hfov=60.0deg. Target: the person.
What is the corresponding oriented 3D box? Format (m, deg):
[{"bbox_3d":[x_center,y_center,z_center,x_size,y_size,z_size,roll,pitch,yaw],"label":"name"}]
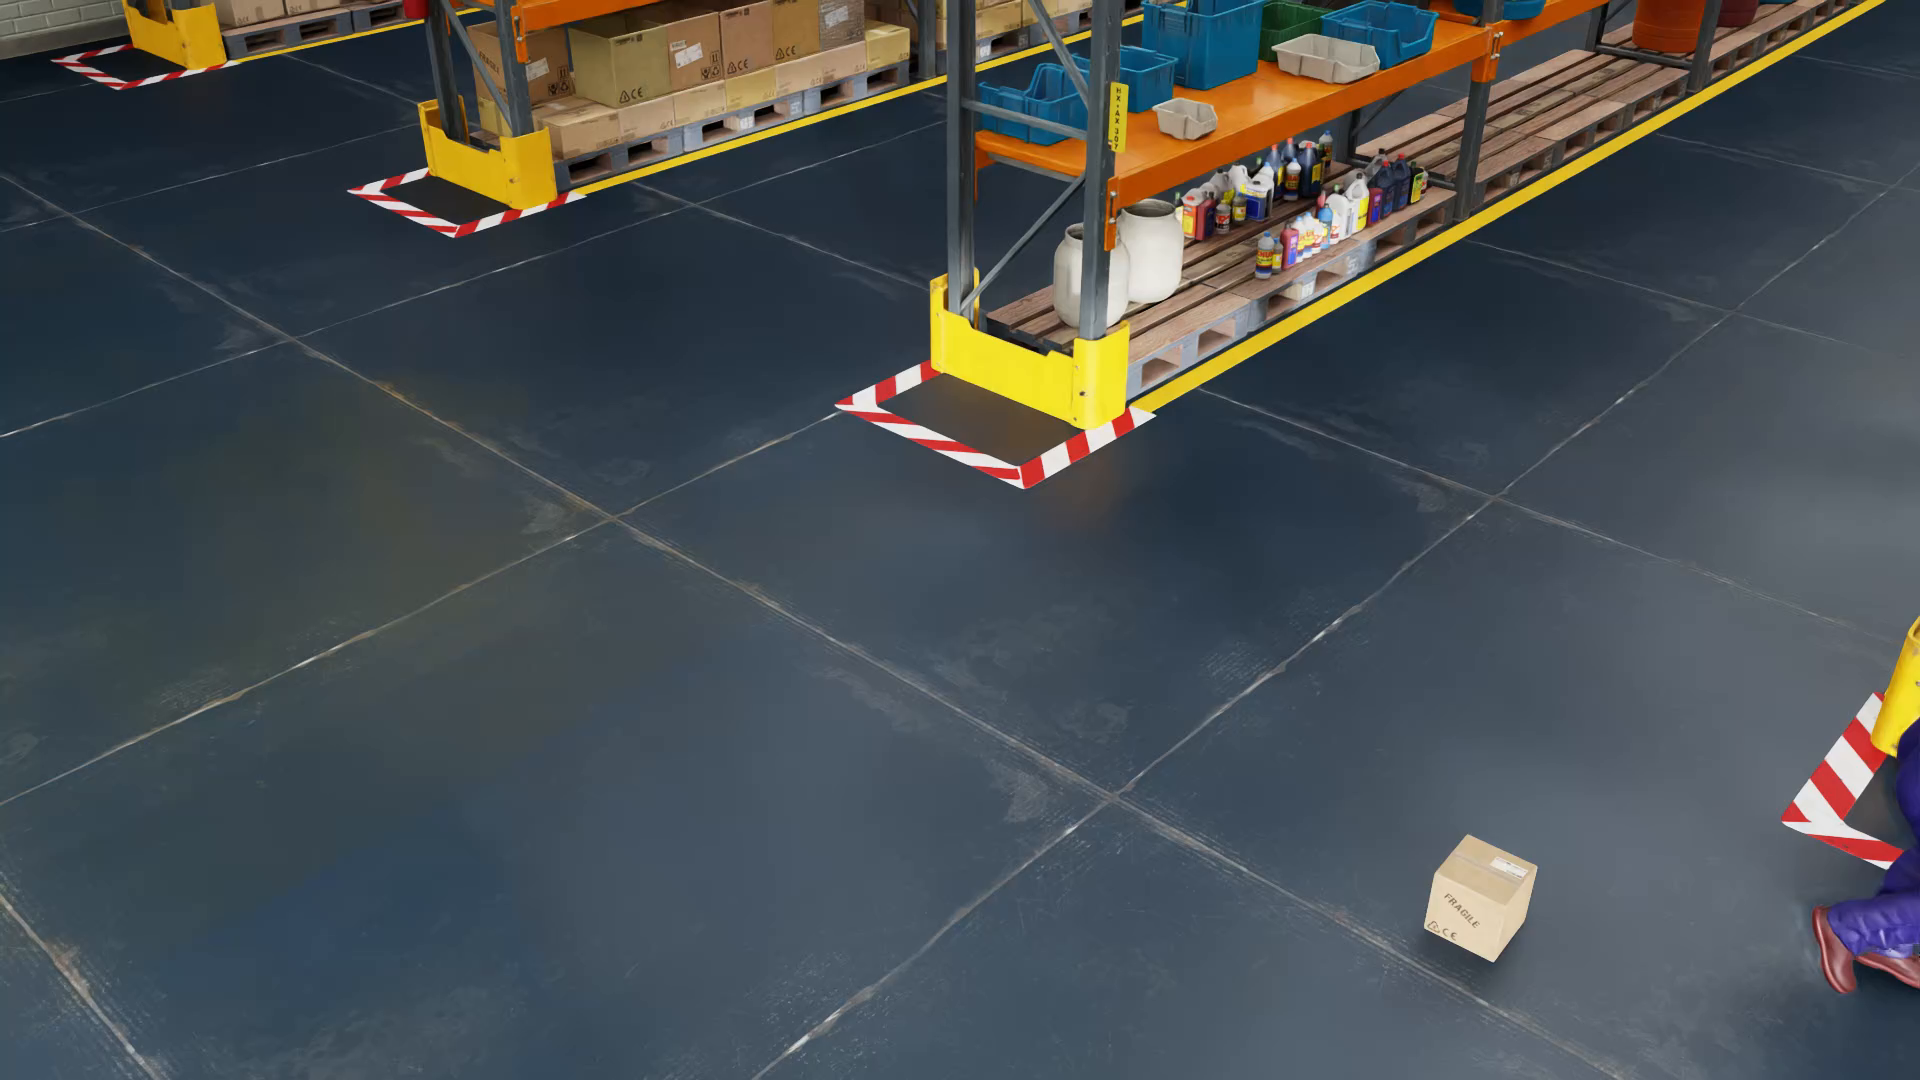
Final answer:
[{"bbox_3d":[3.006,0.723,4.925,0.451,1.647,0.504,16,35,24],"label":"person"}]
